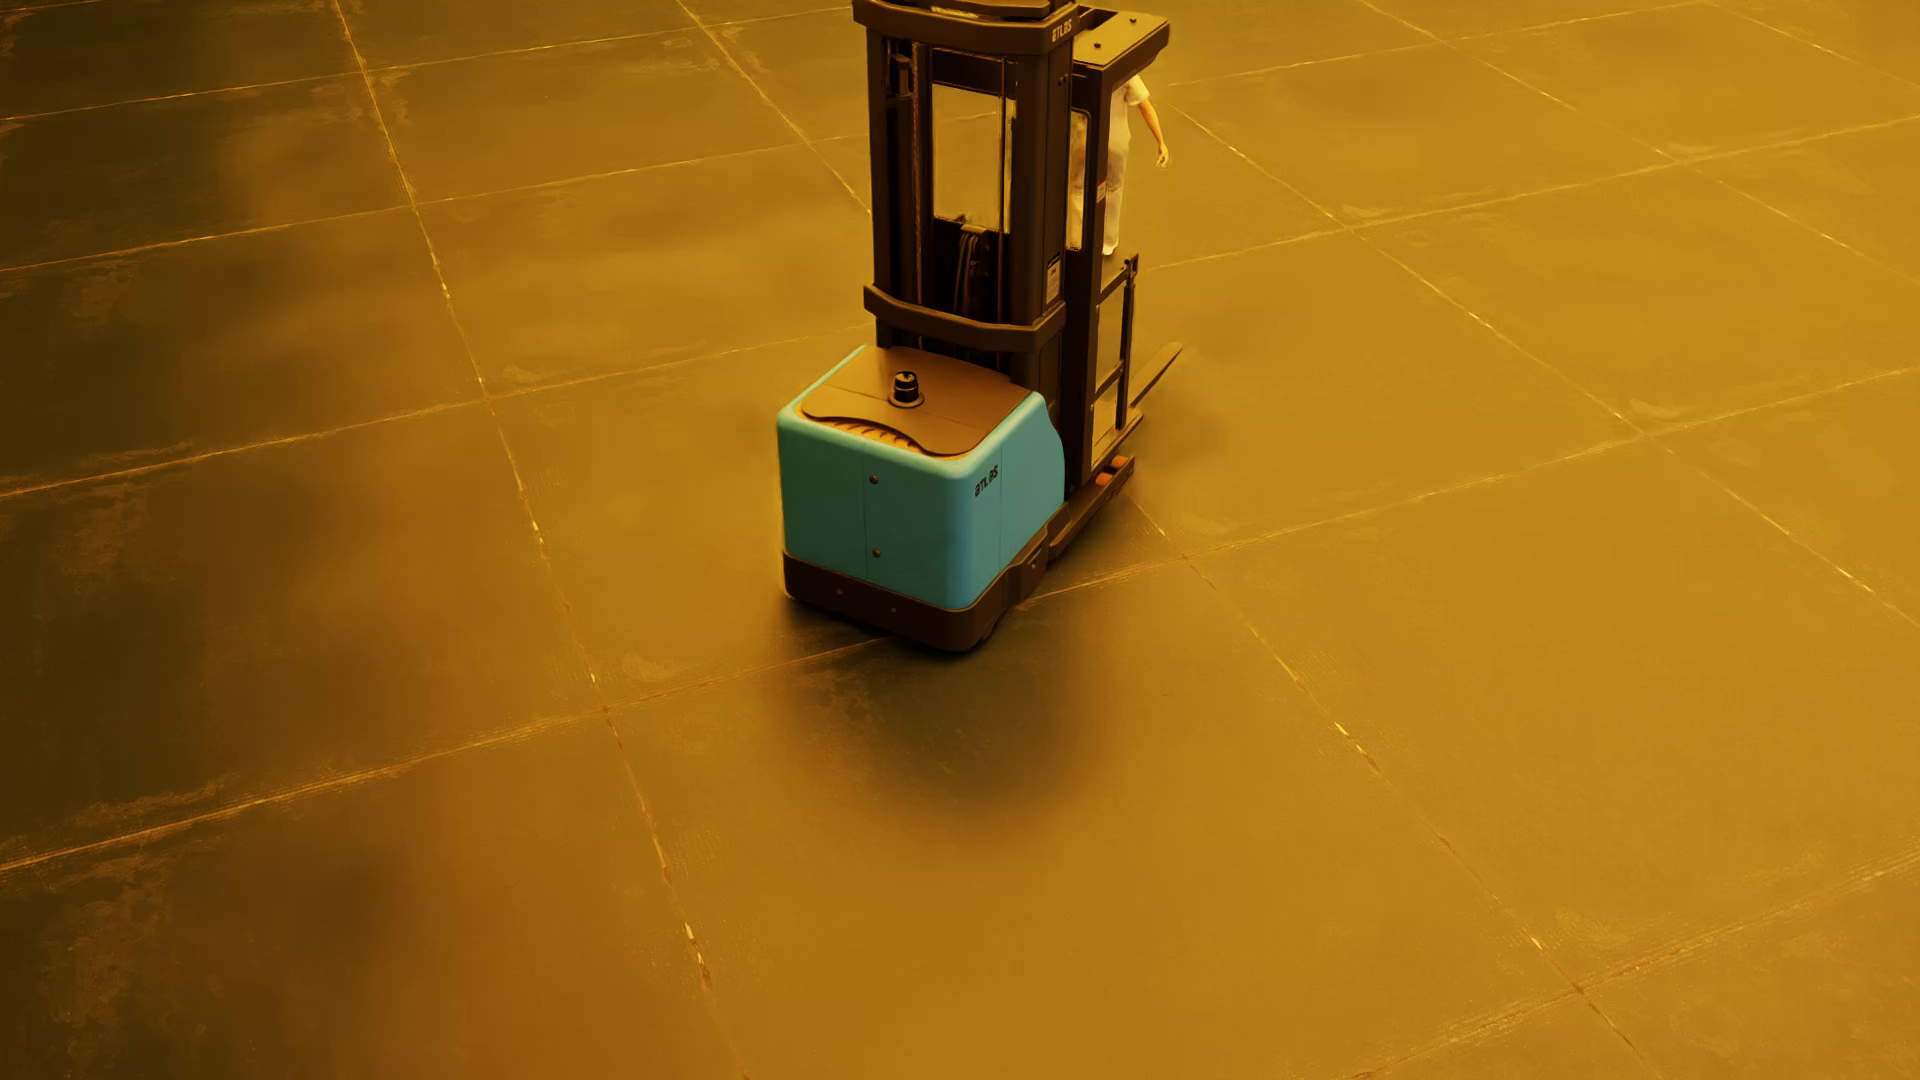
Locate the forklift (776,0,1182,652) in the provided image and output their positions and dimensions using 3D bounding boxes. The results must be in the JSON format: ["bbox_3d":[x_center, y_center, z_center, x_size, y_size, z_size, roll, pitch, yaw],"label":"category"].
[{"bbox_3d":[0.293,-1.505,8.215,1.130,2.935,3.031,18,39,23],"label":"forklift"}]

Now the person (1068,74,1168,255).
[{"bbox_3d":[0.942,-2.591,10.853,0.823,1.659,0.720,3,35,4],"label":"person"}]
